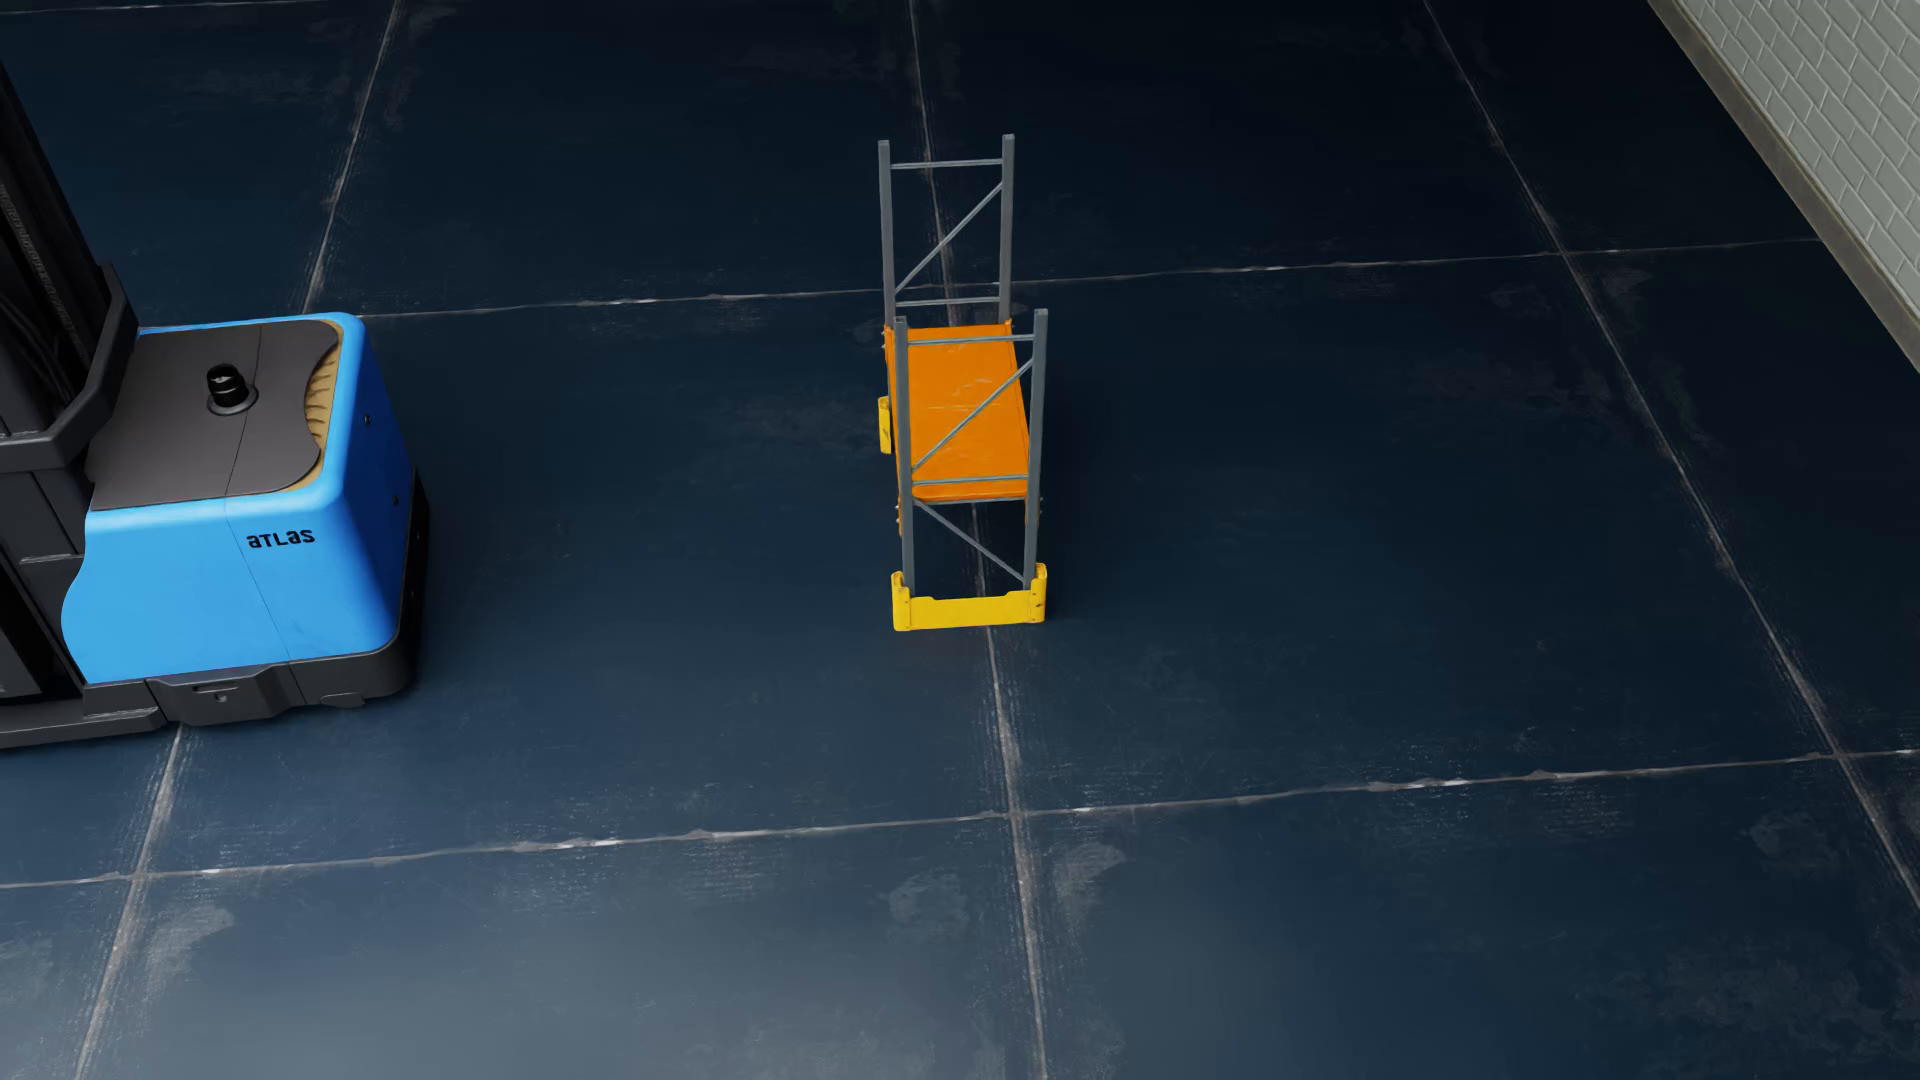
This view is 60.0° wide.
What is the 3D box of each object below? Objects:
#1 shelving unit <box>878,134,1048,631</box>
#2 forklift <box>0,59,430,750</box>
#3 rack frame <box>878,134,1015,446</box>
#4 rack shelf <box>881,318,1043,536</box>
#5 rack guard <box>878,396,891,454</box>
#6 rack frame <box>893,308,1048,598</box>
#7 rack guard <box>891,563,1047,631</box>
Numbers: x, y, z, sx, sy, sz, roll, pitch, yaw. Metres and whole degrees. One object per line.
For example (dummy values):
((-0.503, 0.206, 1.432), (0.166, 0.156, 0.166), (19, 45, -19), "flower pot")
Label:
((-0.006, -0.571, 6.258), (0.587, 1.500, 1.083), (-3, 47, -3), "shelving unit")
((-3.588, -0.604, 5.303), (3.031, 2.935, 1.130), (-6, 47, -6), "forklift")
((-0.050, -0.945, 6.612), (0.500, 1.500, 0.032), (-3, 47, -3), "rack frame")
((-0.007, -0.454, 6.395), (0.538, 0.185, 1.000), (-3, 47, -3), "rack shelf")
((-0.048, -0.501, 7.053), (0.587, 0.250, 0.087), (-3, 47, -3), "rack guard")
((0.035, -0.210, 5.916), (0.500, 1.500, 0.032), (-3, 47, -3), "rack frame")
((0.035, 0.219, 6.370), (0.587, 0.250, 0.087), (-3, 47, -3), "rack guard")
